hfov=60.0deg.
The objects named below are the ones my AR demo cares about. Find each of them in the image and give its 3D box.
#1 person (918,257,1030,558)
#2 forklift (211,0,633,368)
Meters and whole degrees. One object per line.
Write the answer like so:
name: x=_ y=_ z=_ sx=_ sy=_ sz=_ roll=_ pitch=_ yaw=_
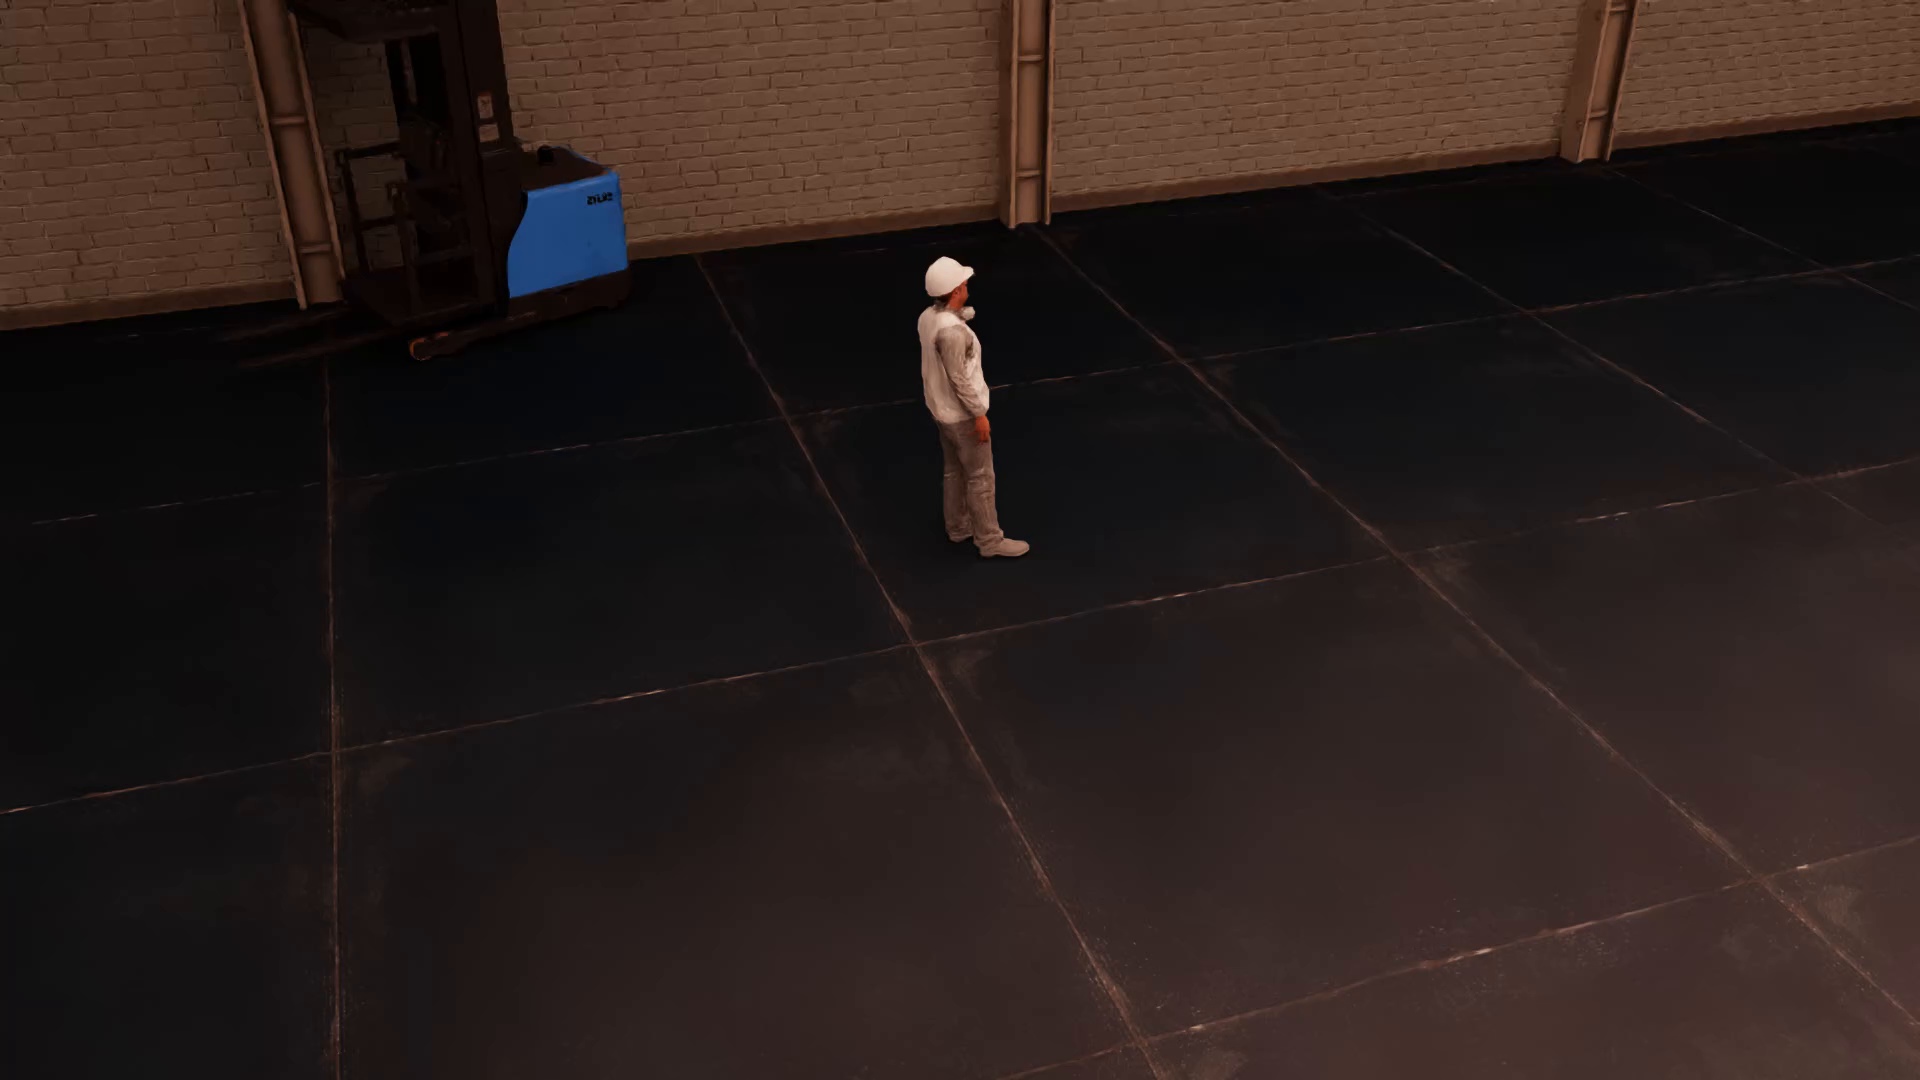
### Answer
person: x=0.062 y=-0.781 z=9.591 sx=0.567 sy=1.773 sz=0.632 roll=-10 pitch=31 yaw=-16
forklift: x=-4.078 y=-2.891 z=12.112 sx=3.031 sy=2.935 sz=1.130 roll=-22 pitch=36 yaw=-33
